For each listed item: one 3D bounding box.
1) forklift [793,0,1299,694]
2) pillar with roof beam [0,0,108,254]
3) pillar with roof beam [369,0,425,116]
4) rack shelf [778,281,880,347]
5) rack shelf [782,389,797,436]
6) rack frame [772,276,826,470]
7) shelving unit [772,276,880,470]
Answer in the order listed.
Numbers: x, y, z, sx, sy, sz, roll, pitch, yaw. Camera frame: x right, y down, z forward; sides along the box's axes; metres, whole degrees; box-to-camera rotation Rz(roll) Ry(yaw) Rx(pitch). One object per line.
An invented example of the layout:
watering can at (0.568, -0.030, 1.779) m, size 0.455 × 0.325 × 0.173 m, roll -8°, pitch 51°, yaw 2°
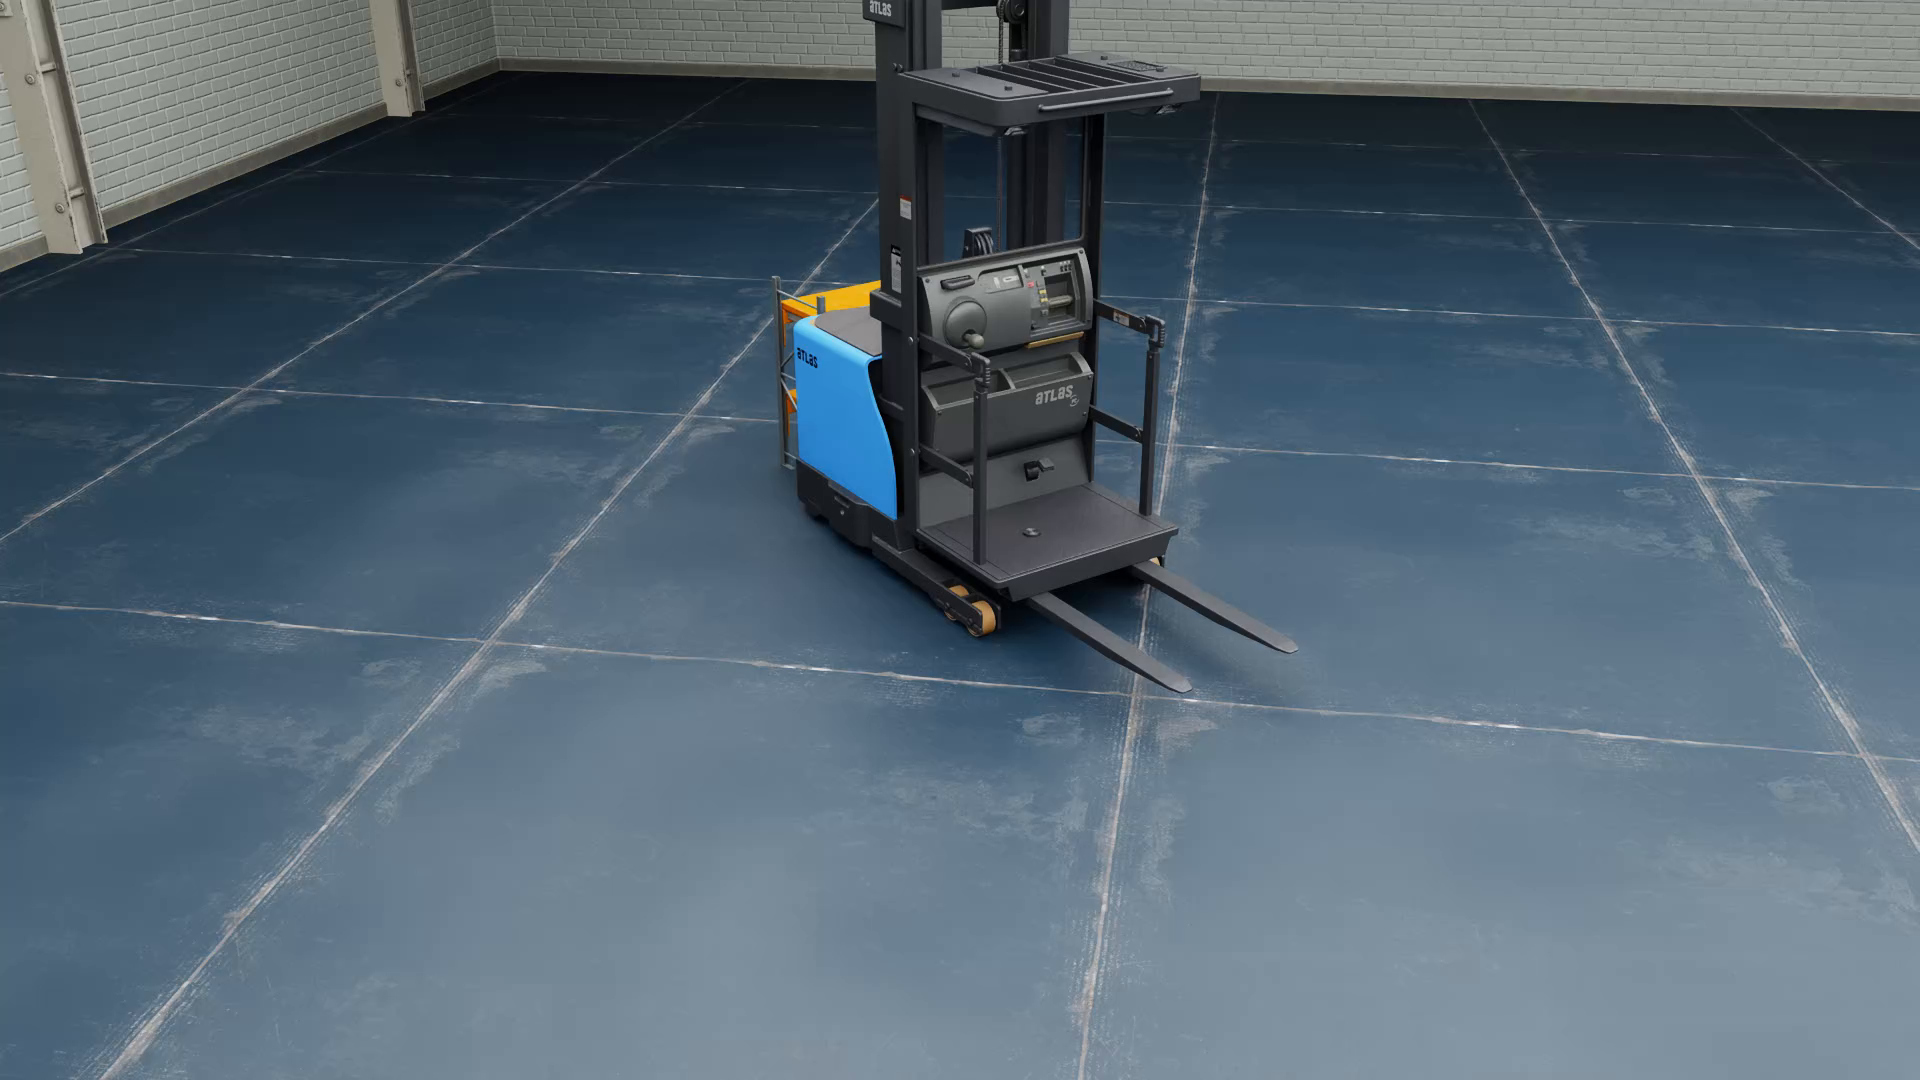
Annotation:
forklift at (0.351, -1.106, 7.655) m, size 1.130 × 2.935 × 3.031 m, roll -16°, pitch 29°, yaw -30°
pillar with roof beam at (-3.201, -6.250, 11.487) m, size 9.100 × 9.000 × 0.400 m, roll 4°, pitch 25°, yaw 9°
pillar with roof beam at (-2.220, -8.759, 16.848) m, size 9.100 × 9.000 × 0.400 m, roll 4°, pitch 25°, yaw 9°
rack shelf at (-0.477, -1.265, 9.436) m, size 1.000 × 0.278 × 0.538 m, roll -18°, pitch 30°, yaw -33°
rack shelf at (-0.477, -0.779, 9.664) m, size 1.000 × 0.278 × 0.538 m, roll -18°, pitch 30°, yaw -33°
rack frame at (-0.881, -0.870, 9.281) m, size 0.032 × 1.125 × 0.500 m, roll -18°, pitch 30°, yaw -33°
shelving unit at (-0.477, -1.000, 9.560) m, size 1.048 × 1.125 × 0.538 m, roll -18°, pitch 30°, yaw -33°
